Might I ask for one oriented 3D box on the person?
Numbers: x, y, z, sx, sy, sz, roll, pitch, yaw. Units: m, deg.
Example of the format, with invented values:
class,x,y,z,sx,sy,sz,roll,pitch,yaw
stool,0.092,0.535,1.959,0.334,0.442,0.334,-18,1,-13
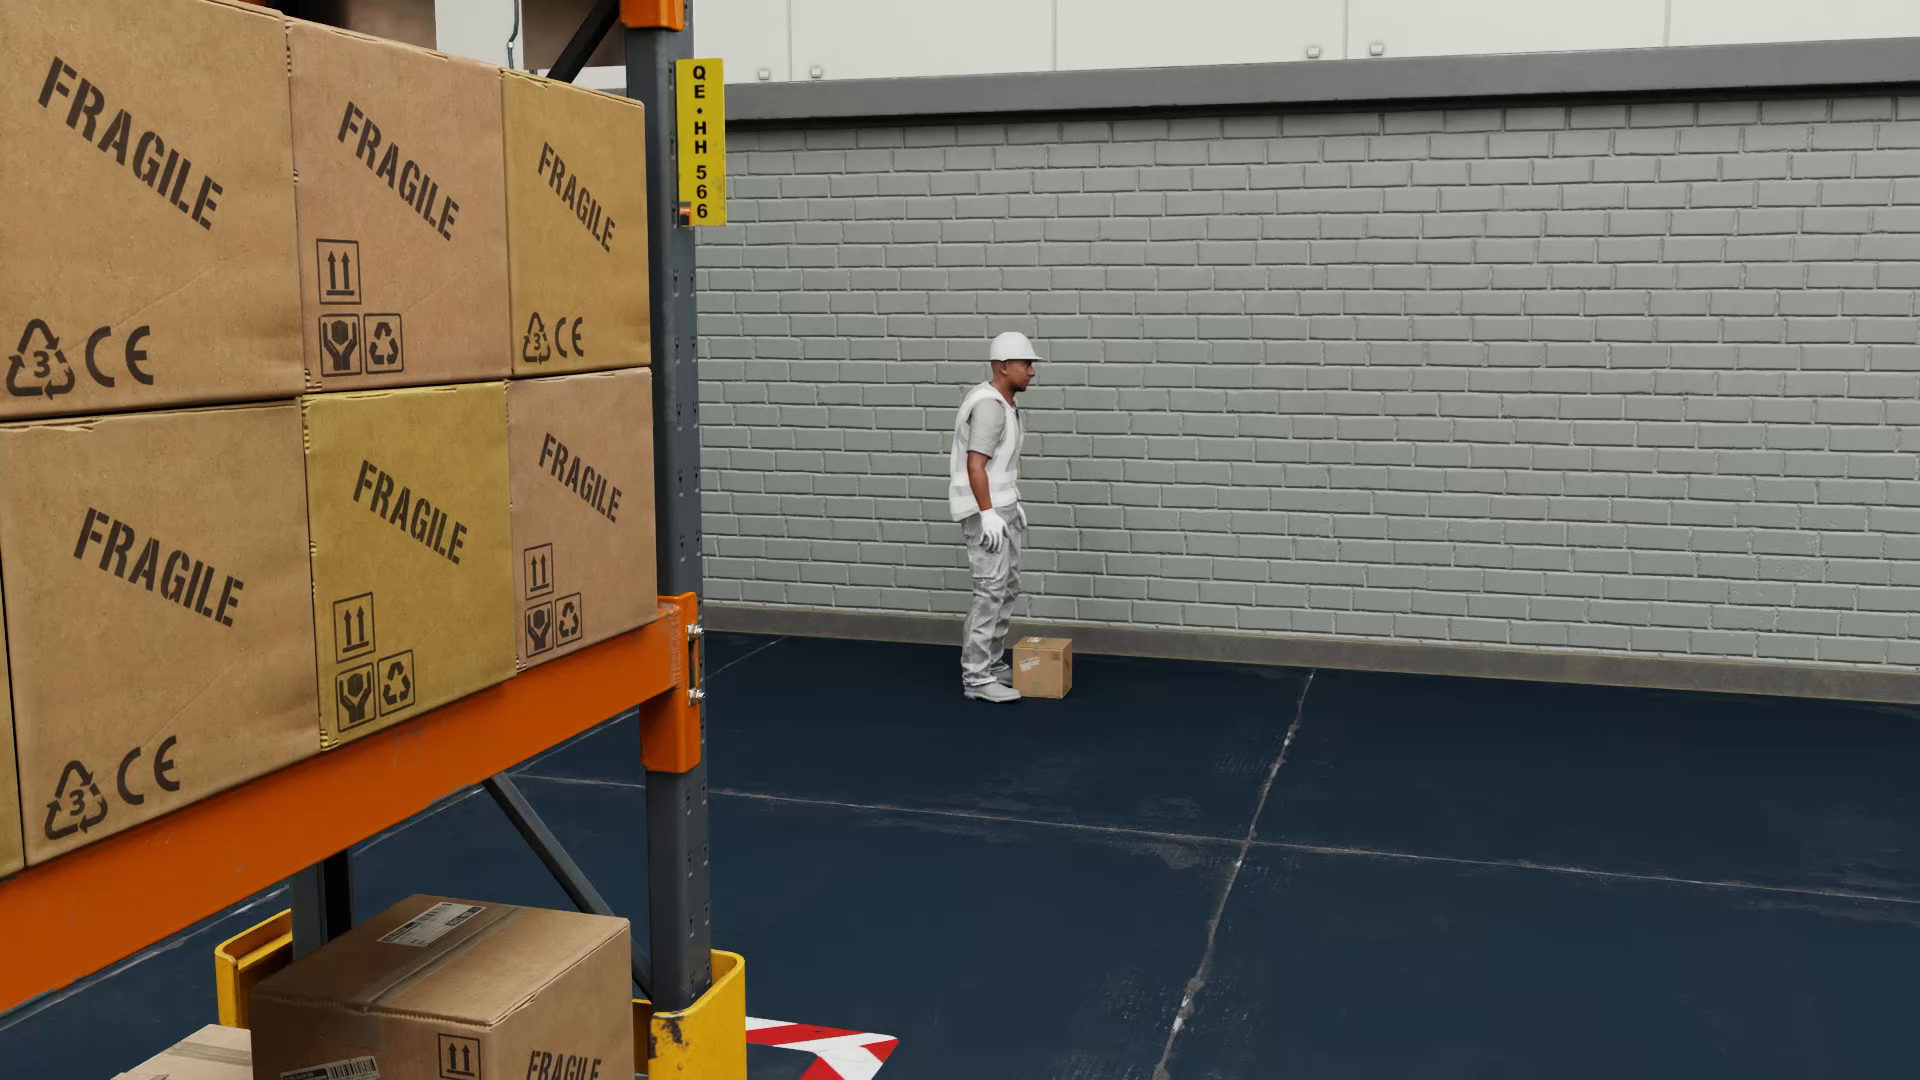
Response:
class,x,y,z,sx,sy,sz,roll,pitch,yaw
person,0.184,-0.128,8.175,0.448,1.775,0.633,2,8,14
